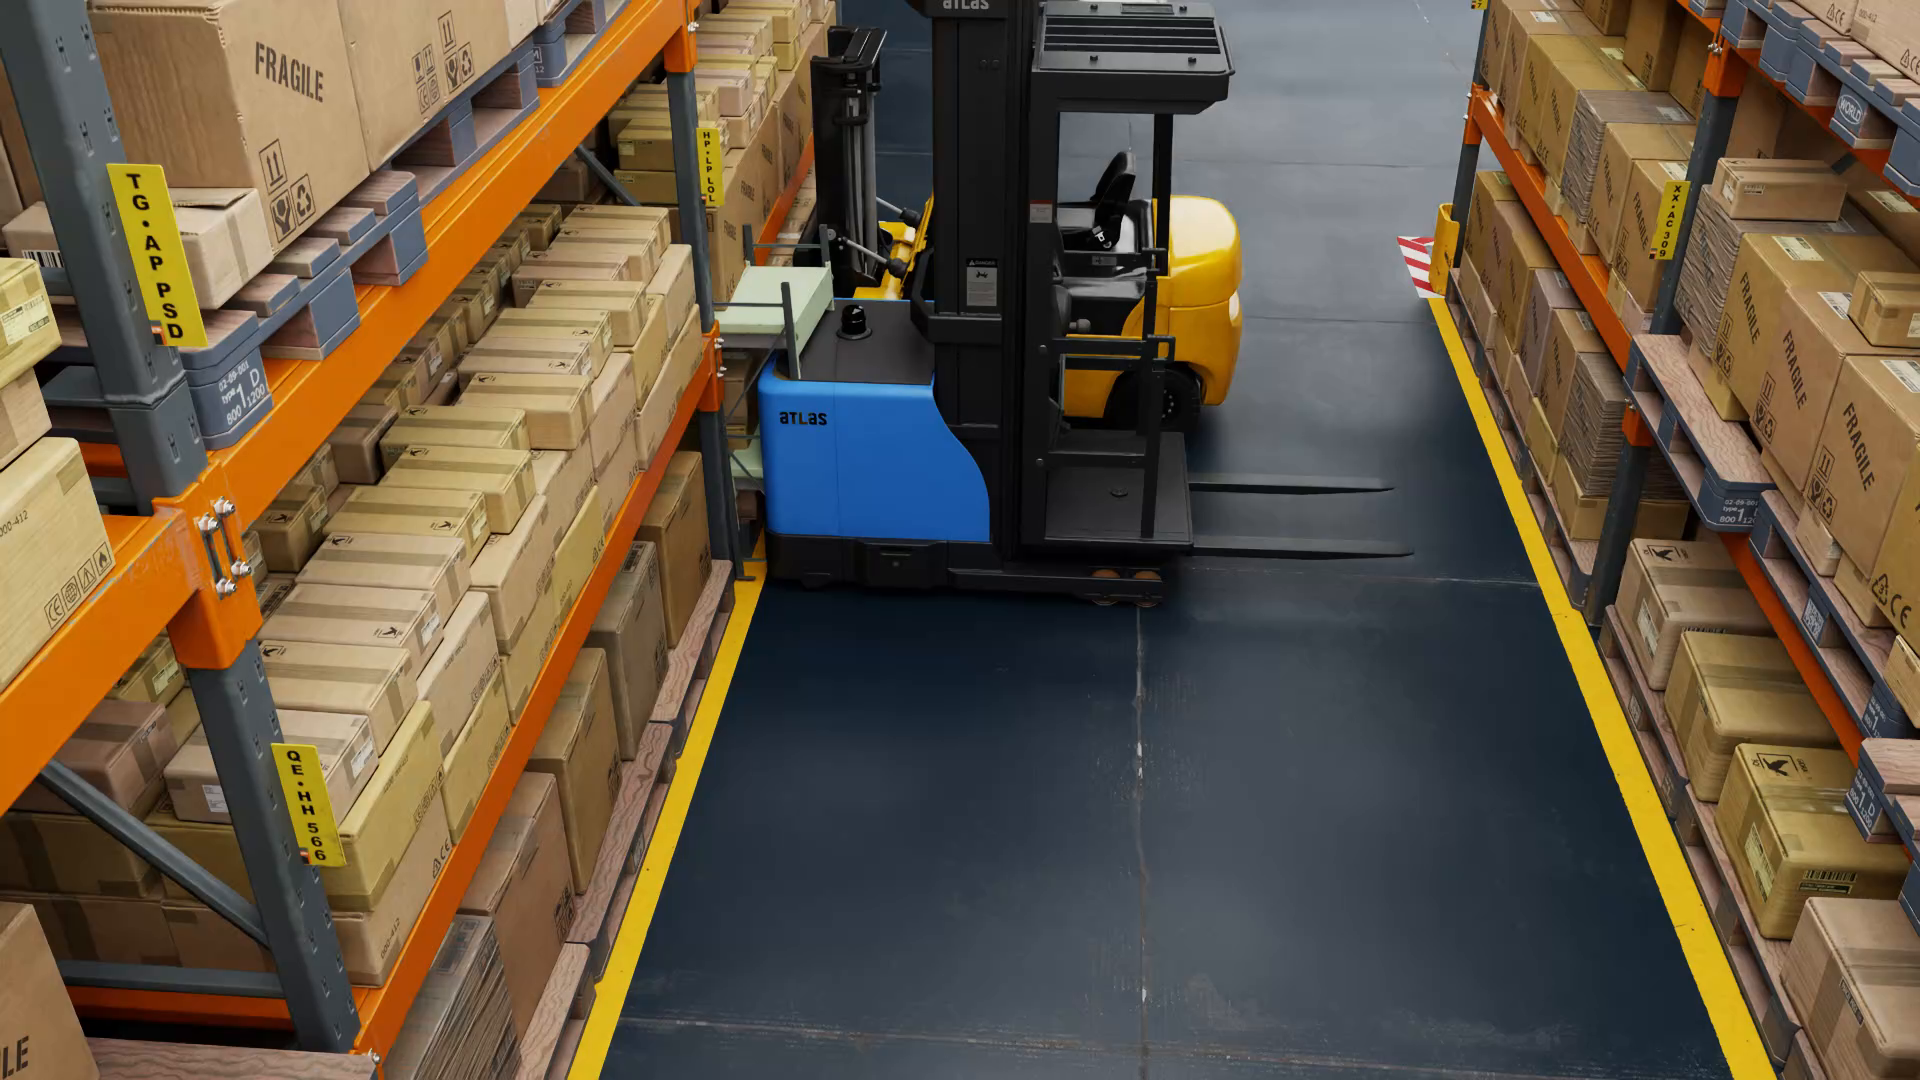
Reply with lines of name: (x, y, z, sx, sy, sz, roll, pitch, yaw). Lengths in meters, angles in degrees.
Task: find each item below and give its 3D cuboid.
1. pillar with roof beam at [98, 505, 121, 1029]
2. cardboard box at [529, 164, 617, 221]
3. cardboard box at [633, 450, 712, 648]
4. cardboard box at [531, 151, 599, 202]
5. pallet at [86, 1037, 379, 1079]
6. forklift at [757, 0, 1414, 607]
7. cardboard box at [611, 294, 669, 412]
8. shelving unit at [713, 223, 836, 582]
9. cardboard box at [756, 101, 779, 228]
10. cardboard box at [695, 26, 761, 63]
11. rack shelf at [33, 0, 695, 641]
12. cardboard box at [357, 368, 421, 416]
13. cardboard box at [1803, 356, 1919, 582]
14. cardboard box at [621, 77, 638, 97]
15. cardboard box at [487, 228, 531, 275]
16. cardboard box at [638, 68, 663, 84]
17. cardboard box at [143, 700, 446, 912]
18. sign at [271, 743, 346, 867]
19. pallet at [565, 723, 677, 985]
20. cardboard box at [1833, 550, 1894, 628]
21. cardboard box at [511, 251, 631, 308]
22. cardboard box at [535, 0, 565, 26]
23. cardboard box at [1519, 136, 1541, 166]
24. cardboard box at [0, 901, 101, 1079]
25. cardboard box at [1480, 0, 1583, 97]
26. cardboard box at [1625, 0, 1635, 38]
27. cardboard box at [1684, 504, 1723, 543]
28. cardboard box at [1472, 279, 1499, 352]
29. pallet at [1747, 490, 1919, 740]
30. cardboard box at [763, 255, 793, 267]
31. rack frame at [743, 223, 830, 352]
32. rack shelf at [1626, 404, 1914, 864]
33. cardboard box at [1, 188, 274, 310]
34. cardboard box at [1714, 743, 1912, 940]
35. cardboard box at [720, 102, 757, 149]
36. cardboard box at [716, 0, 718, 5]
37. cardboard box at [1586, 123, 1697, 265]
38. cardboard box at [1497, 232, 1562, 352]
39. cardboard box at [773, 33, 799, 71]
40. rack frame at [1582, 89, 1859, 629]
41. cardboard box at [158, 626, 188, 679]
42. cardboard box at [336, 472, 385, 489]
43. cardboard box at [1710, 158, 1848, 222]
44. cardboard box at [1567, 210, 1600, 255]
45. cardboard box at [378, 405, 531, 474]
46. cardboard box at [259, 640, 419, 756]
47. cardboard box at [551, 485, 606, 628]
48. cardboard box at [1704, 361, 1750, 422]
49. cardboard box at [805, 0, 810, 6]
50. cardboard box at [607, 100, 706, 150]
pillar with roof beam: (1.599, -2.095, 3.072, 9.100, 9.000, 0.400, 2, 32, 4)
cardboard box: (-1.807, -1.385, 7.543, 0.500, 0.500, 0.500, 2, 32, 4)
cardboard box: (-1.605, 0.010, 7.239, 0.875, 0.625, 0.625, 4, 32, 6)
cardboard box: (-1.804, -1.594, 7.264, 0.380, 0.149, 0.250, 2, 32, 4)
pallet: (-1.885, 1.435, 3.246, 1.213, 0.211, 1.003, 2, 32, 4)
forklift: (0.623, -1.225, 7.444, 3.031, 2.935, 1.130, 2, 32, 3)
cardboard box: (-1.394, -0.708, 6.206, 0.500, 0.250, 0.500, 2, 32, 3)
shelving unit: (-0.842, -0.643, 7.837, 0.431, 1.500, 0.755, 2, 30, 9)
cardboard box: (-1.211, -1.897, 8.374, 0.500, 0.500, 0.500, 2, 32, 3)
cardboard box: (-1.224, -2.503, 8.456, 0.380, 0.149, 0.250, 3, 32, 4)
rack shelf: (-1.737, -1.021, 4.874, 1.077, 0.370, 4.000, 2, 32, 4)
cardboard box: (-1.987, -0.445, 5.399, 0.380, 0.149, 0.250, 3, 32, 4)
cardboard box: (2.925, -0.212, 4.956, 0.500, 0.500, 0.500, 1, 32, 2)
cardboard box: (-1.780, -2.258, 8.058, 0.380, 0.149, 0.250, 2, 32, 3)
cardboard box: (-1.890, -1.102, 6.466, 0.380, 0.149, 0.250, 1, 32, 2)
cardboard box: (-1.703, -2.269, 8.359, 0.380, 0.149, 0.250, 2, 32, 3)
cardboard box: (-1.595, 0.626, 4.041, 0.500, 0.250, 0.500, 2, 32, 4)
sign: (-1.358, 0.555, 3.463, 0.100, 0.325, 0.005, 2, 32, 4)
pallet: (-1.692, 1.118, 6.235, 1.003, 0.211, 1.213, 2, 32, 4)
cardboard box: (2.887, 0.139, 5.005, 0.380, 0.149, 0.250, 1, 32, 2)
cardboard box: (-1.456, -0.965, 6.243, 0.380, 0.149, 0.250, 2, 32, 4)
cardboard box: (-1.452, -1.766, 4.987, 0.500, 0.311, 0.500, 1, 32, 2)
cardboard box: (3.303, -2.166, 9.146, 0.380, 0.149, 0.250, 3, 32, 5)
cardboard box: (-2.097, 1.037, 3.213, 0.500, 0.500, 0.500, 4, 32, 6)
cardboard box: (3.384, -2.911, 9.735, 0.500, 0.500, 0.500, 2, 32, 3)
cardboard box: (3.888, -2.761, 8.538, 0.700, 0.500, 0.500, 2, 32, 3)
cardboard box: (3.691, -0.191, 7.922, 0.500, 0.250, 0.500, 1, 32, 2)
cardboard box: (3.309, -1.309, 9.736, 0.500, 0.250, 0.500, 4, 32, 6)
pallet: (3.168, 0.251, 5.167, 1.003, 0.211, 1.213, 2, 32, 4)
cardboard box: (-1.141, -1.297, 8.763, 0.500, 0.250, 0.500, 3, 32, 6)
rack frame: (-0.786, -0.826, 8.149, 0.400, 1.500, 0.023, 2, 30, 9)
rack shelf: (3.211, 0.466, 5.320, 1.077, 0.370, 4.000, 2, 32, 4)
cardboard box: (-1.568, -0.573, 3.188, 0.380, 0.166, 0.250, 2, 32, 4)
cardboard box: (3.223, 1.068, 5.762, 0.950, 0.372, 0.625, 3, 32, 6)
cardboard box: (-1.179, -1.969, 7.872, 0.380, 0.149, 0.250, 3, 32, 5)
cardboard box: (-1.551, -3.192, 9.574, 0.380, 0.149, 0.250, 3, 32, 5)
cardboard box: (3.197, -1.568, 7.556, 0.500, 0.500, 0.500, 3, 32, 6)
cardboard box: (3.270, -1.347, 9.082, 0.500, 0.500, 0.500, 3, 32, 5)
cardboard box: (-1.077, -2.641, 8.963, 0.380, 0.149, 0.250, 3, 32, 4)
rack frame: (3.374, -0.886, 6.828, 1.000, 3.000, 0.127, 2, 32, 4)
cardboard box: (-2.083, 0.224, 4.314, 0.380, 0.149, 0.250, 2, 32, 4)
cardboard box: (-2.008, -0.192, 5.369, 0.500, 0.250, 0.500, 2, 32, 3)
cardboard box: (2.983, -1.279, 6.069, 0.380, 0.149, 0.250, 2, 32, 4)
cardboard box: (3.176, -1.491, 8.051, 0.380, 0.149, 0.250, 2, 32, 3)
cardboard box: (-1.560, -0.293, 5.152, 0.380, 0.149, 0.250, 2, 32, 4)
cardboard box: (-1.559, 0.383, 4.055, 0.380, 0.149, 0.250, 3, 32, 5)
cardboard box: (-1.495, 0.034, 5.478, 0.500, 0.250, 0.500, 3, 32, 6)
cardboard box: (2.985, -0.552, 6.126, 0.380, 0.149, 0.250, 3, 32, 5)
cardboard box: (-1.051, -3.168, 9.535, 0.380, 0.149, 0.250, 3, 32, 5)
cardboard box: (-1.338, -1.837, 7.374, 0.380, 0.149, 0.250, 3, 32, 5)
